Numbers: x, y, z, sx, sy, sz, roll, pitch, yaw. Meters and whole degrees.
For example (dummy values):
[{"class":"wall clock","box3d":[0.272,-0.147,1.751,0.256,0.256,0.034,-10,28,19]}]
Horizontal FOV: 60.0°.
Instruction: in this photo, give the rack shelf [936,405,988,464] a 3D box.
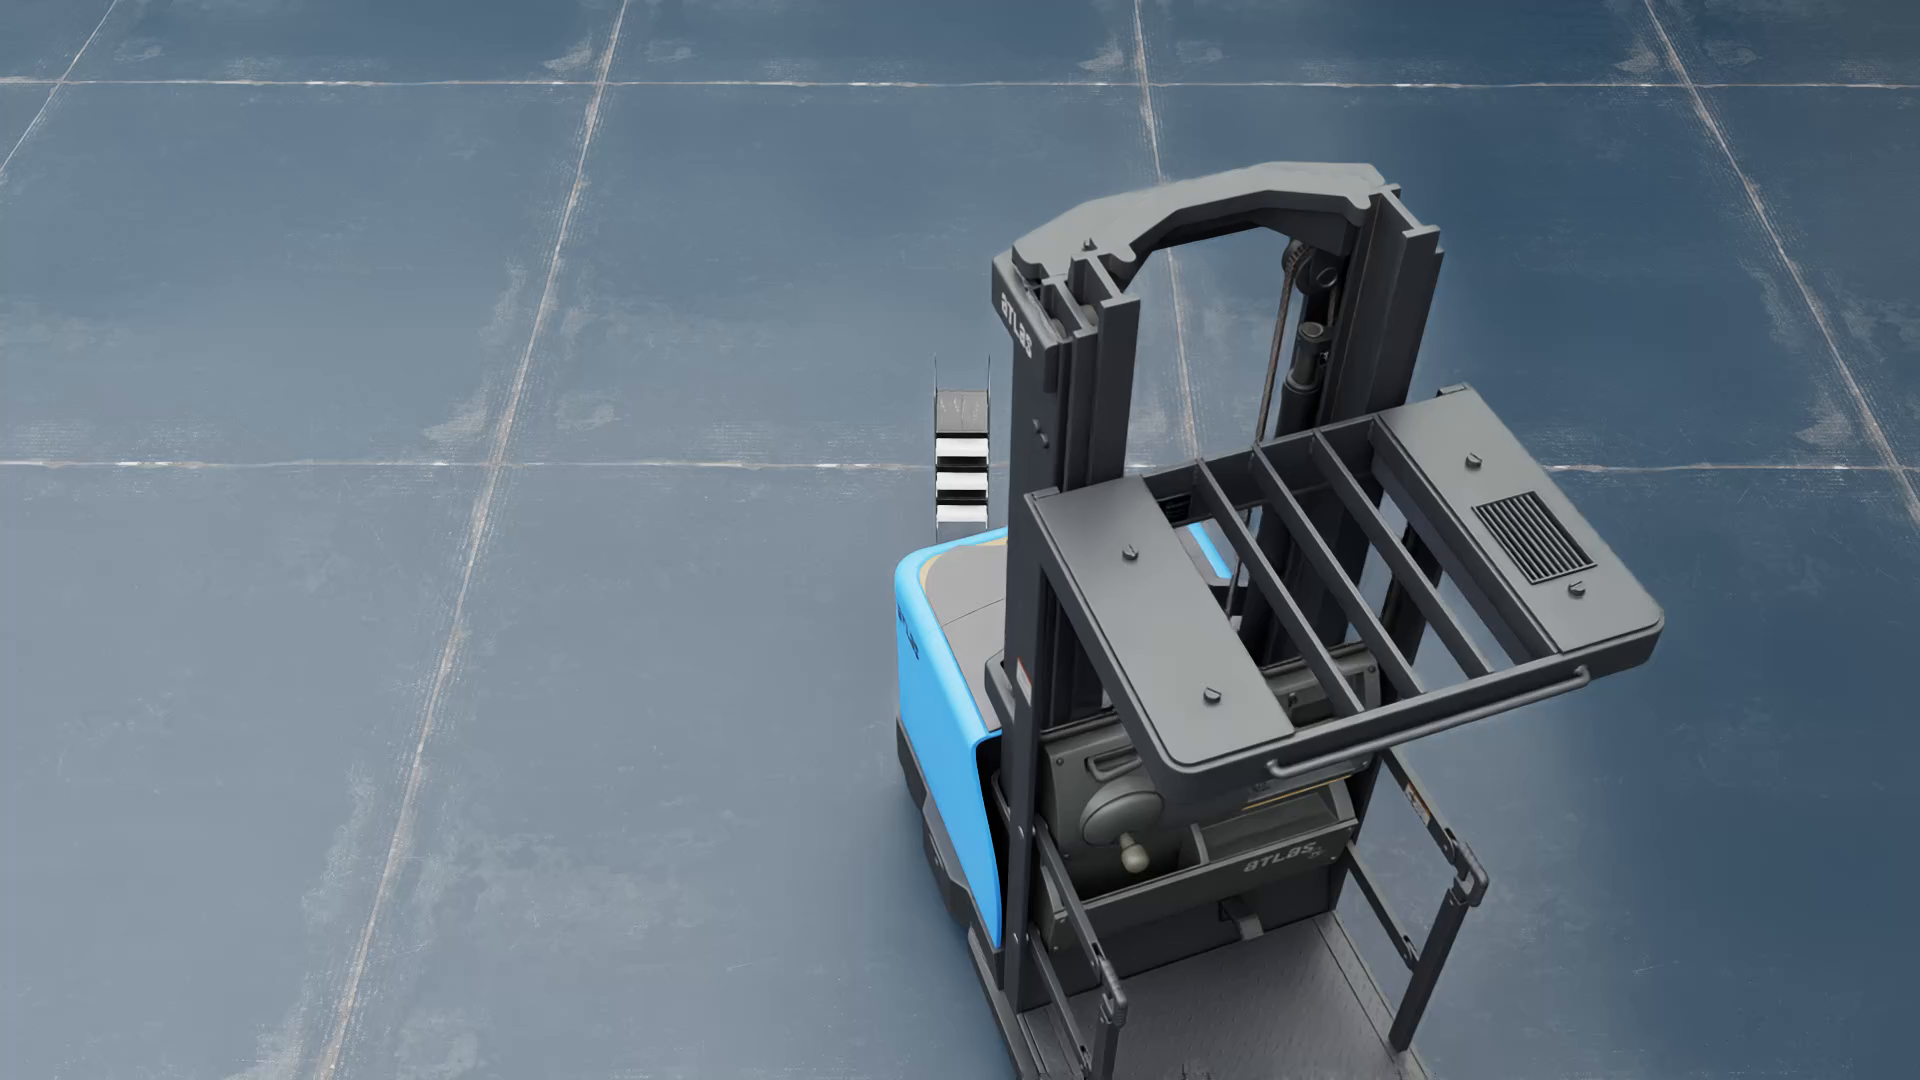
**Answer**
[{"class":"rack shelf","box3d":[0.008,-0.406,6.394,0.200,0.077,0.258,0,47,0]}]

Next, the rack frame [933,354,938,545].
[{"class":"rack frame","box3d":[-0.094,-0.307,6.502,0.006,0.900,0.240,0,47,0]}]

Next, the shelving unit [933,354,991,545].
[{"class":"shelving unit","box3d":[0.008,-0.307,6.501,0.210,0.900,0.258,0,47,0]}]

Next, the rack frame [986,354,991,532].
[{"class":"rack frame","box3d":[0.110,-0.306,6.501,0.006,0.900,0.240,0,47,0]}]

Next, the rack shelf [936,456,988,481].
[{"class":"rack shelf","box3d":[0.008,-0.345,6.460,0.200,0.077,0.258,0,47,0]}]

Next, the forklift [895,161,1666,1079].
[{"class":"forklift","box3d":[0.746,0.682,4.194,1.130,2.935,3.031,-15,49,-13]}]

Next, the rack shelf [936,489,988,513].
[{"class":"rack shelf","box3d":[0.008,-0.223,6.592,0.200,0.077,0.258,0,47,0]}]

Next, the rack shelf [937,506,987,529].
[{"class":"rack shelf","box3d":[0.008,-0.161,6.658,0.200,0.077,0.258,0,47,0]}]

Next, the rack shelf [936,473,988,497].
[{"class":"rack shelf","box3d":[0.008,-0.284,6.526,0.200,0.077,0.258,0,47,0]}]

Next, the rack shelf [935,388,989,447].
[{"class":"rack shelf","box3d":[0.008,-0.468,6.328,0.200,0.077,0.258,0,47,0]}]
